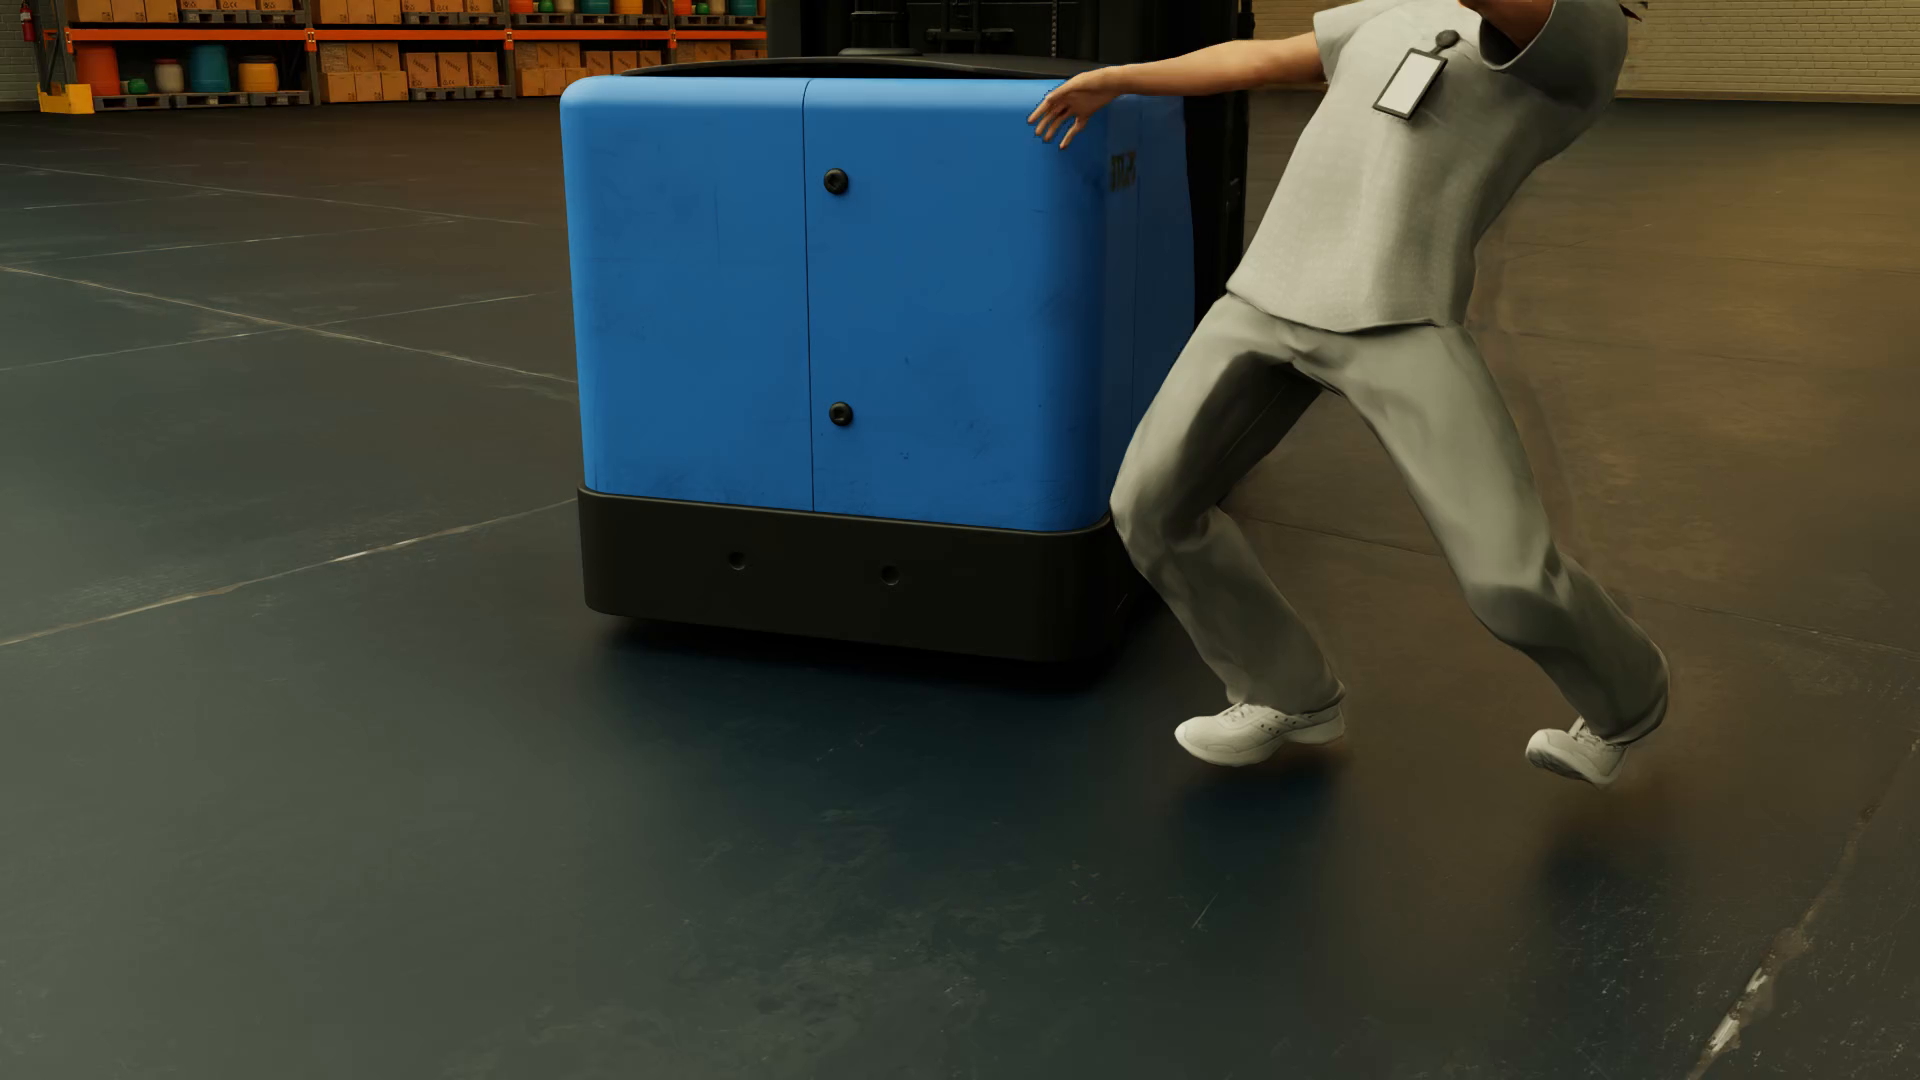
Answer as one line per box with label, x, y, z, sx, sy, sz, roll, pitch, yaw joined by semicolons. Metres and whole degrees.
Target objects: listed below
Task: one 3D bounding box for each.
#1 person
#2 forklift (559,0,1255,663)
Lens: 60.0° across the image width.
person;0.544;-0.327;2.493;0.719;1.430;0.987;-15;23;-41
forklift;0.182;-1.571;4.072;1.130;2.935;3.031;5;18;17
